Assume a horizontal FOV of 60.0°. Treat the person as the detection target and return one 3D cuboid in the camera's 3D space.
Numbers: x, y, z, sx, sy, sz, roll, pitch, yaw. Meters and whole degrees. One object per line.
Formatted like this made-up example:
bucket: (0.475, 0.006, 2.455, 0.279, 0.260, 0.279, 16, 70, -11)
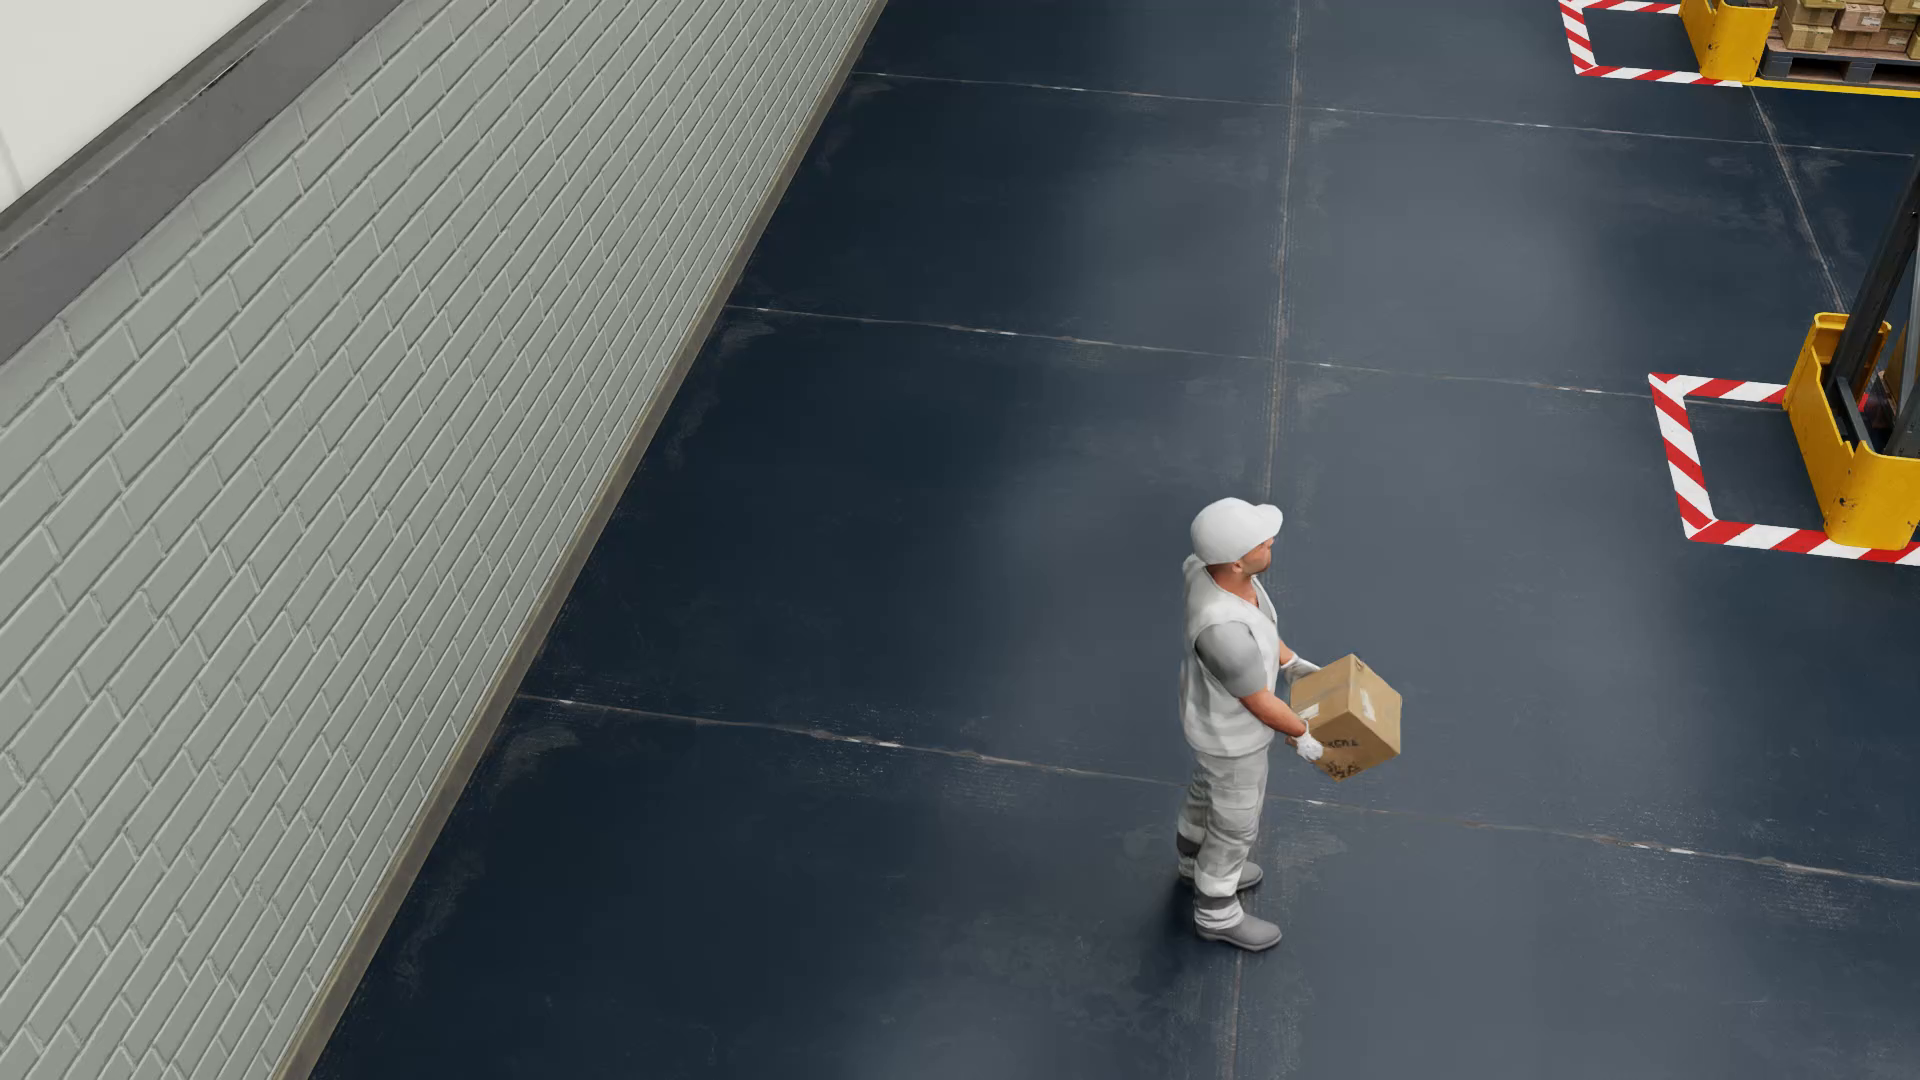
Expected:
person: (0.953, 0.593, 5.432, 0.546, 1.793, 0.520, 1, 40, 1)
